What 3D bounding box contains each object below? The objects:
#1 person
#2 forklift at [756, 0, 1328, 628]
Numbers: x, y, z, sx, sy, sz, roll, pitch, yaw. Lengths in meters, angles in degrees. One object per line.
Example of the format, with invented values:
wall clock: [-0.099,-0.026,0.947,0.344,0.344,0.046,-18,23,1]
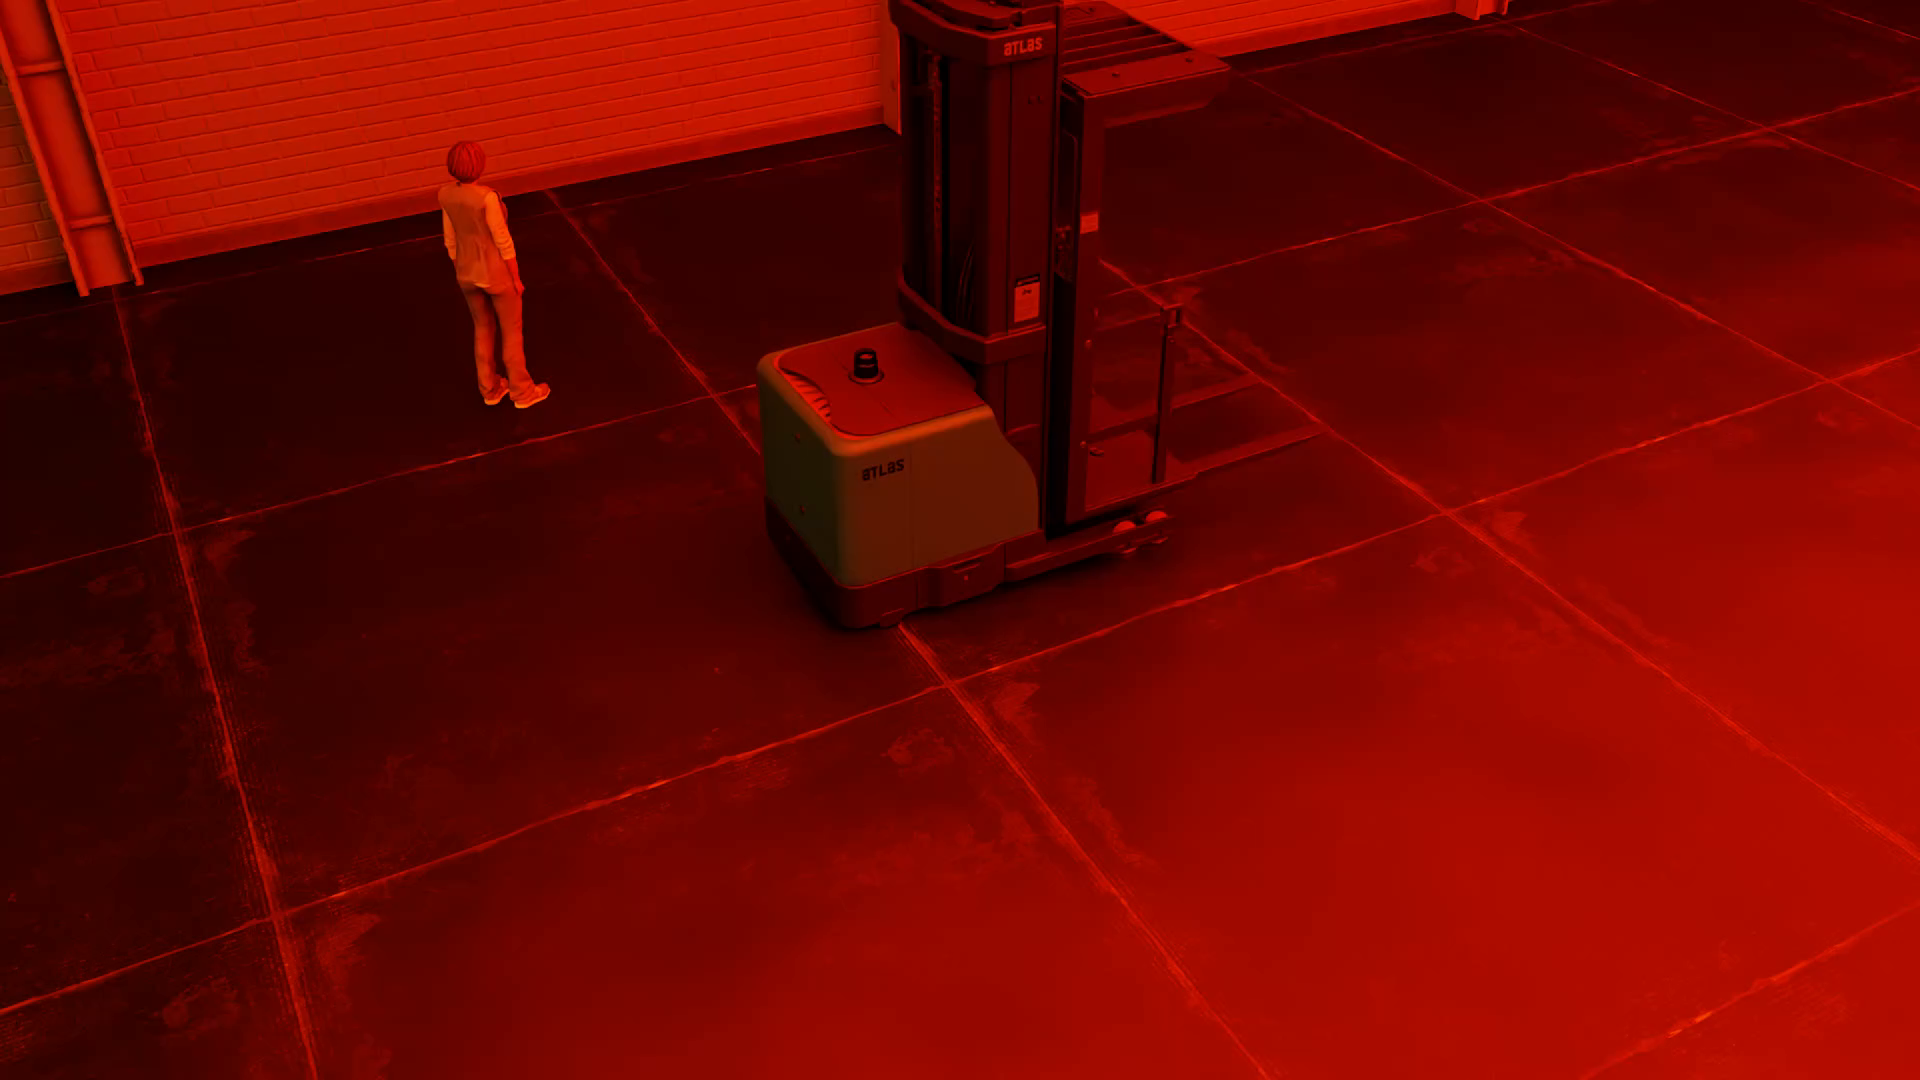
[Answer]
person: [-2.656,-1.488,9.381,0.418,1.603,0.317,11,37,15]
forklift: [0.538,-1.377,8.071,3.031,2.935,1.130,-17,39,-23]
